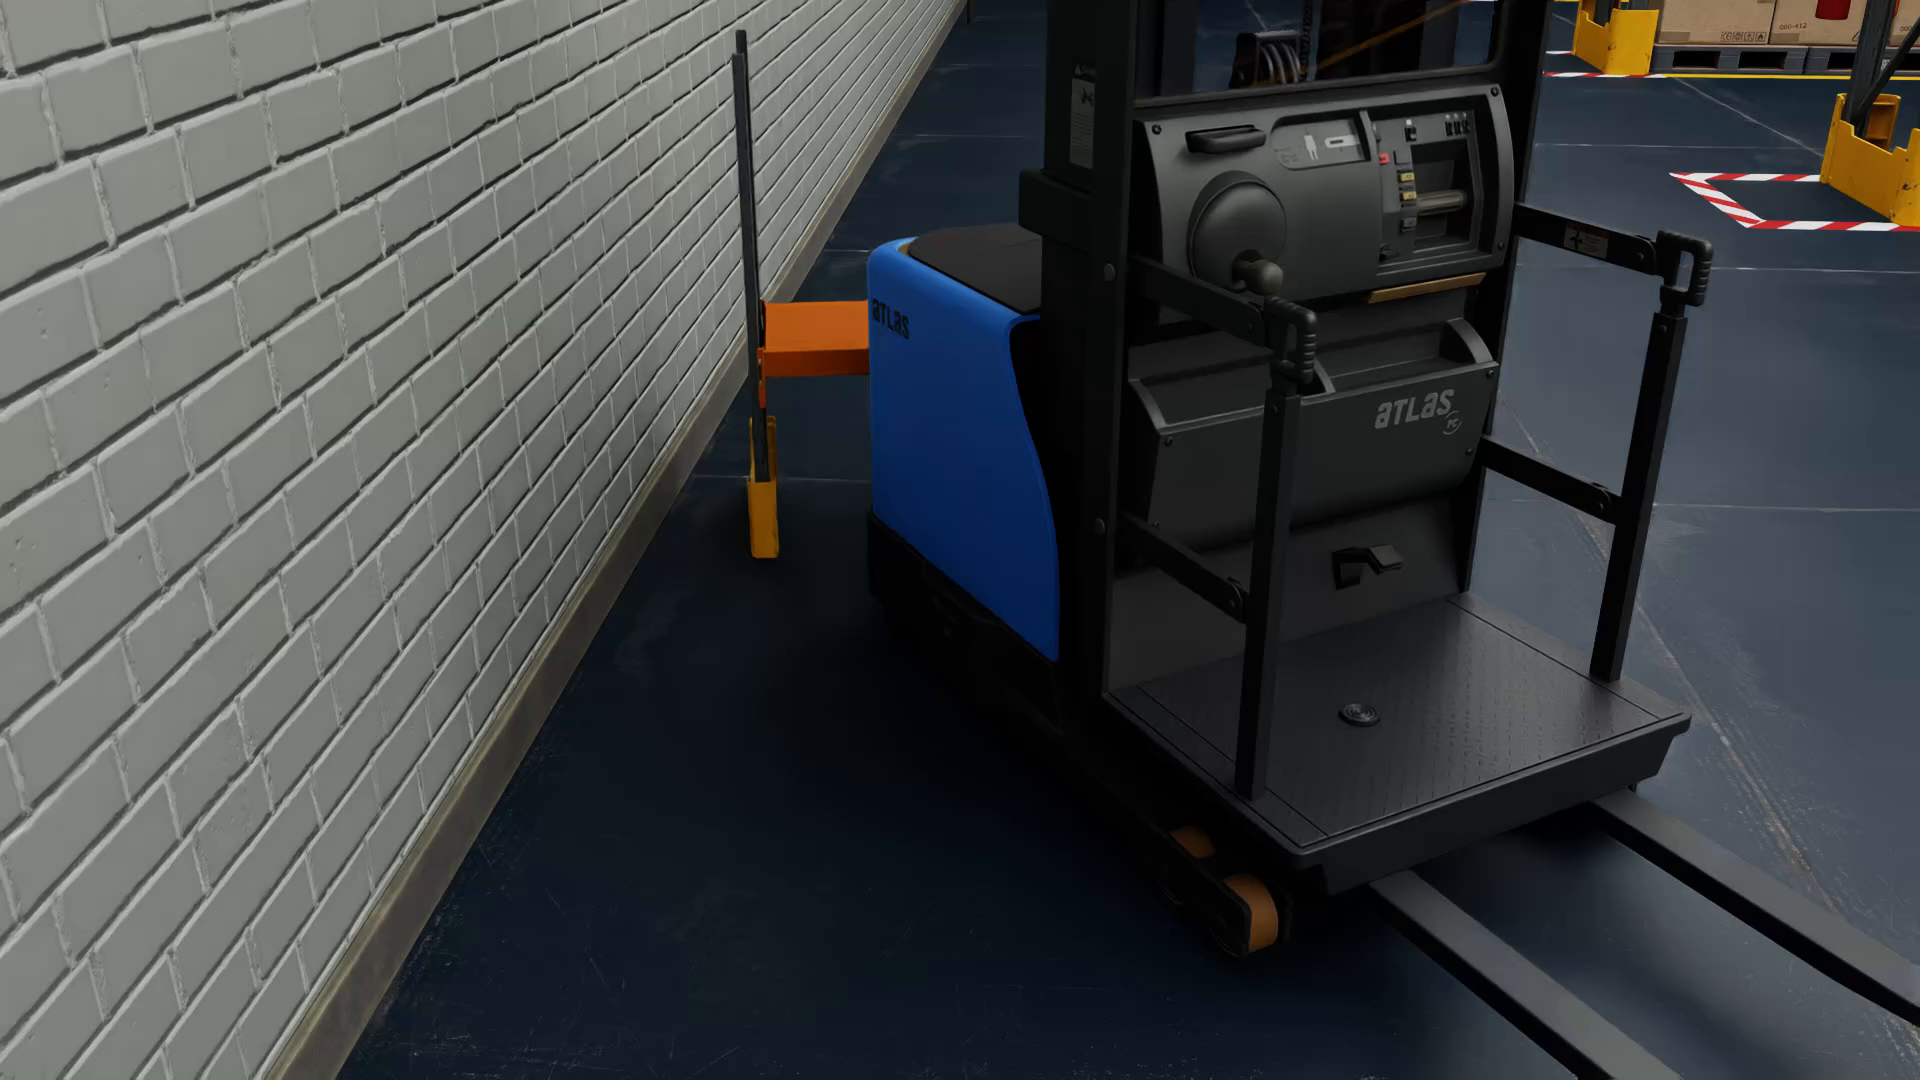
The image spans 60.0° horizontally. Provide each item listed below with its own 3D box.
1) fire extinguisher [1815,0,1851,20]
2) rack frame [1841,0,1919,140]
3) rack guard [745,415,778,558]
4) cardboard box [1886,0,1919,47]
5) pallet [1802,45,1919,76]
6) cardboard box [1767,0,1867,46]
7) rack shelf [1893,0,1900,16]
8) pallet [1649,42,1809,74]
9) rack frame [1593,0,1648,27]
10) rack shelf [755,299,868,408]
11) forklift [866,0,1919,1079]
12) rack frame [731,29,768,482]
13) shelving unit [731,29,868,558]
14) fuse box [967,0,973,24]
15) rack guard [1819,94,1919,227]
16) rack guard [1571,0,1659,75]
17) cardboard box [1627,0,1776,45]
[{"bbox_3d":[4.951,-3.272,9.312,0.183,0.674,0.296,2,25,4],"label":"fire extinguisher"},{"bbox_3d":[5.167,-3.276,8.782,0.127,3.000,1.000,2,25,4],"label":"rack frame"},{"bbox_3d":[-0.636,-0.181,5.344,0.087,0.250,0.587,-2,25,-5],"label":"rack guard"},{"bbox_3d":[7.923,-4.335,13.645,0.875,0.438,0.875,1,25,2],"label":"cardboard box"},{"bbox_3d":[7.461,-4.043,13.783,1.213,0.211,1.003,2,25,4],"label":"pallet"},{"bbox_3d":[7.024,-4.364,13.709,0.875,0.438,0.875,2,25,5],"label":"cardboard box"},{"bbox_3d":[7.161,-2.886,8.793,4.000,0.370,1.077,2,25,4],"label":"rack shelf"},{"bbox_3d":[6.248,-4.083,13.871,1.213,0.211,1.003,2,25,4],"label":"pallet"},{"bbox_3d":[5.445,-5.343,13.273,0.127,3.000,1.000,2,25,4],"label":"rack frame"},{"bbox_3d":[-0.132,-0.607,5.206,1.000,0.185,0.538,-2,25,-5],"label":"rack shelf"},{"bbox_3d":[0.877,-0.701,3.266,1.130,2.935,3.031,-13,28,-26],"label":"forklift"},{"bbox_3d":[-0.637,-0.749,5.083,0.032,1.500,0.500,-2,25,-5],"label":"rack frame"},{"bbox_3d":[-0.141,-0.770,5.130,1.083,1.500,0.587,-2,25,-5],"label":"shelving unit"},{"bbox_3d":[0.127,-5.799,15.805,0.414,1.711,0.539,2,25,4],"label":"fuse box"},{"bbox_3d":[5.242,-2.138,9.299,0.348,0.500,1.175,2,25,4],"label":"rack guard"},{"bbox_3d":[5.421,-4.208,13.797,0.348,0.500,1.175,2,25,4],"label":"rack guard"},{"bbox_3d":[6.111,-4.390,13.765,0.875,0.438,0.875,1,25,2],"label":"cardboard box"}]
